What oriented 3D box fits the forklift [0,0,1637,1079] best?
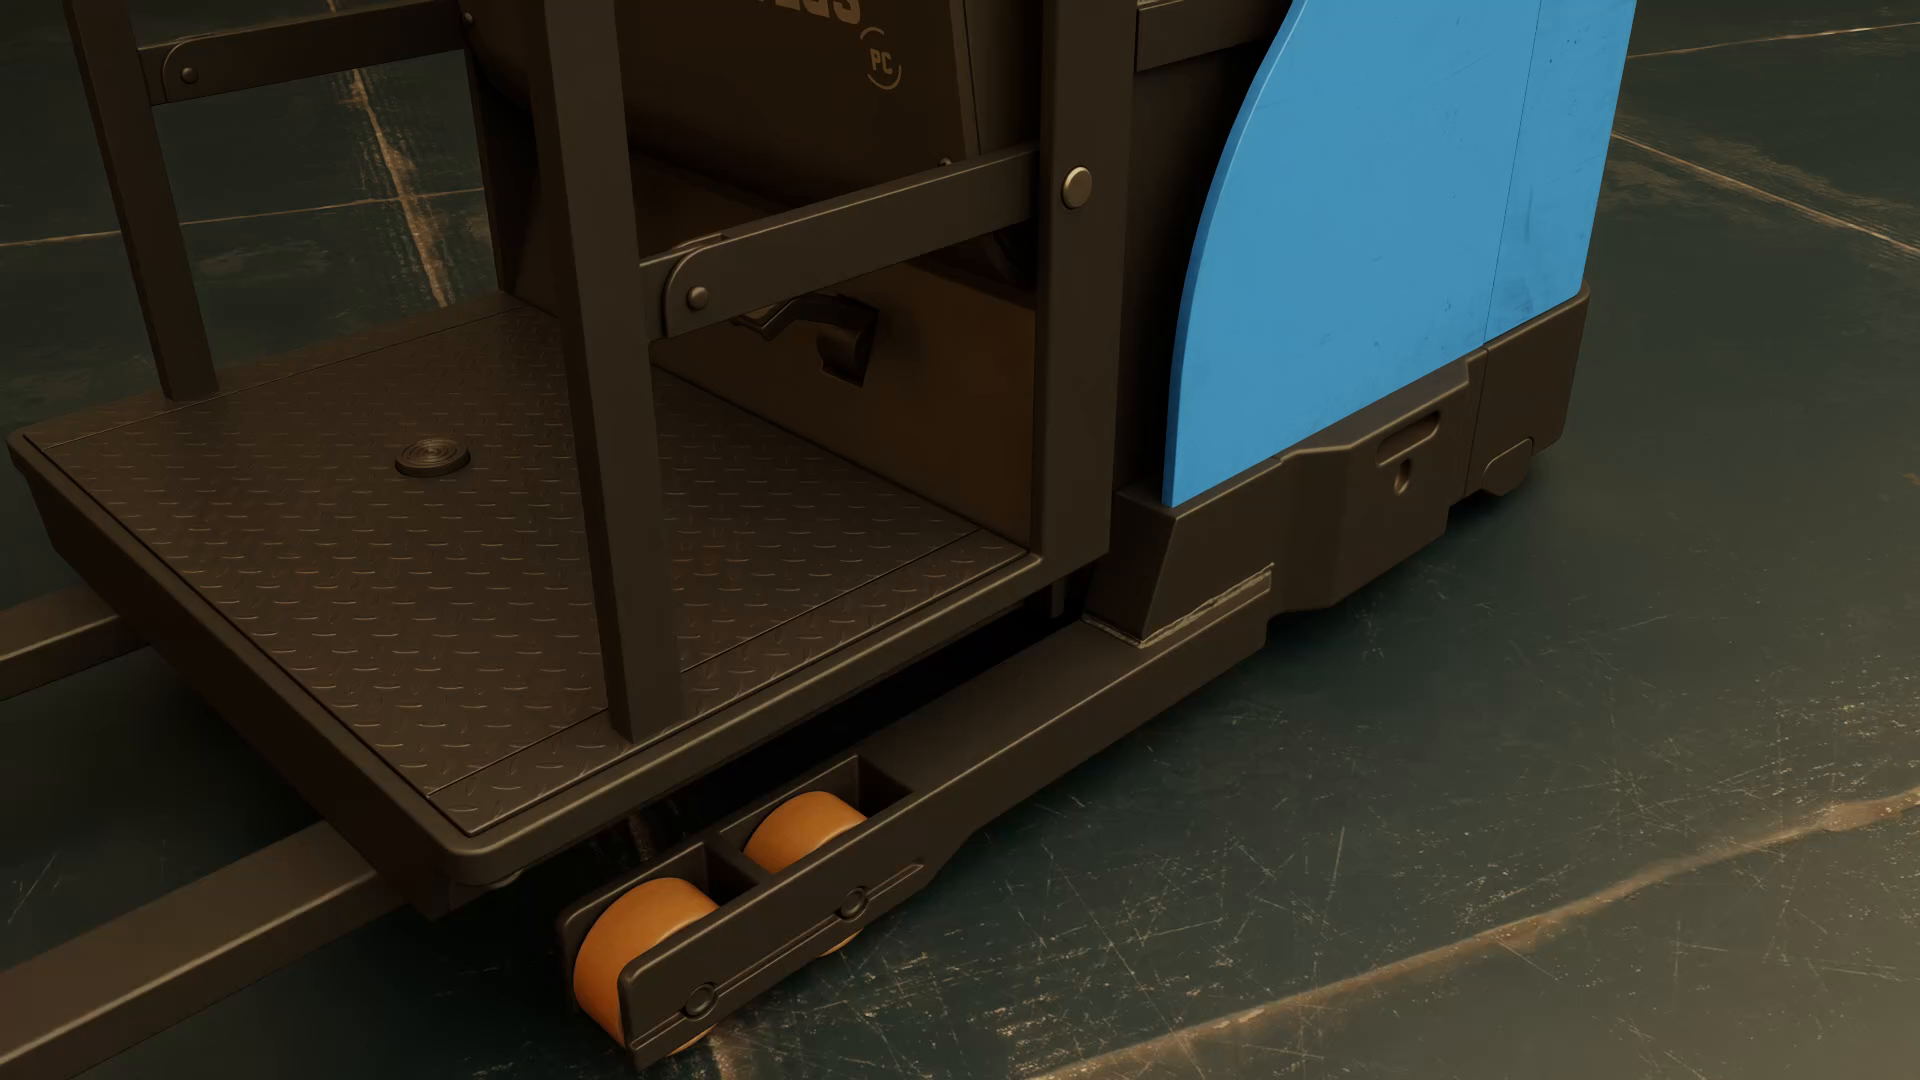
[{"bbox_3d":[-0.435,-1.063,1.405,3.031,2.935,1.130,-26,39,-37],"label":"forklift"}]
